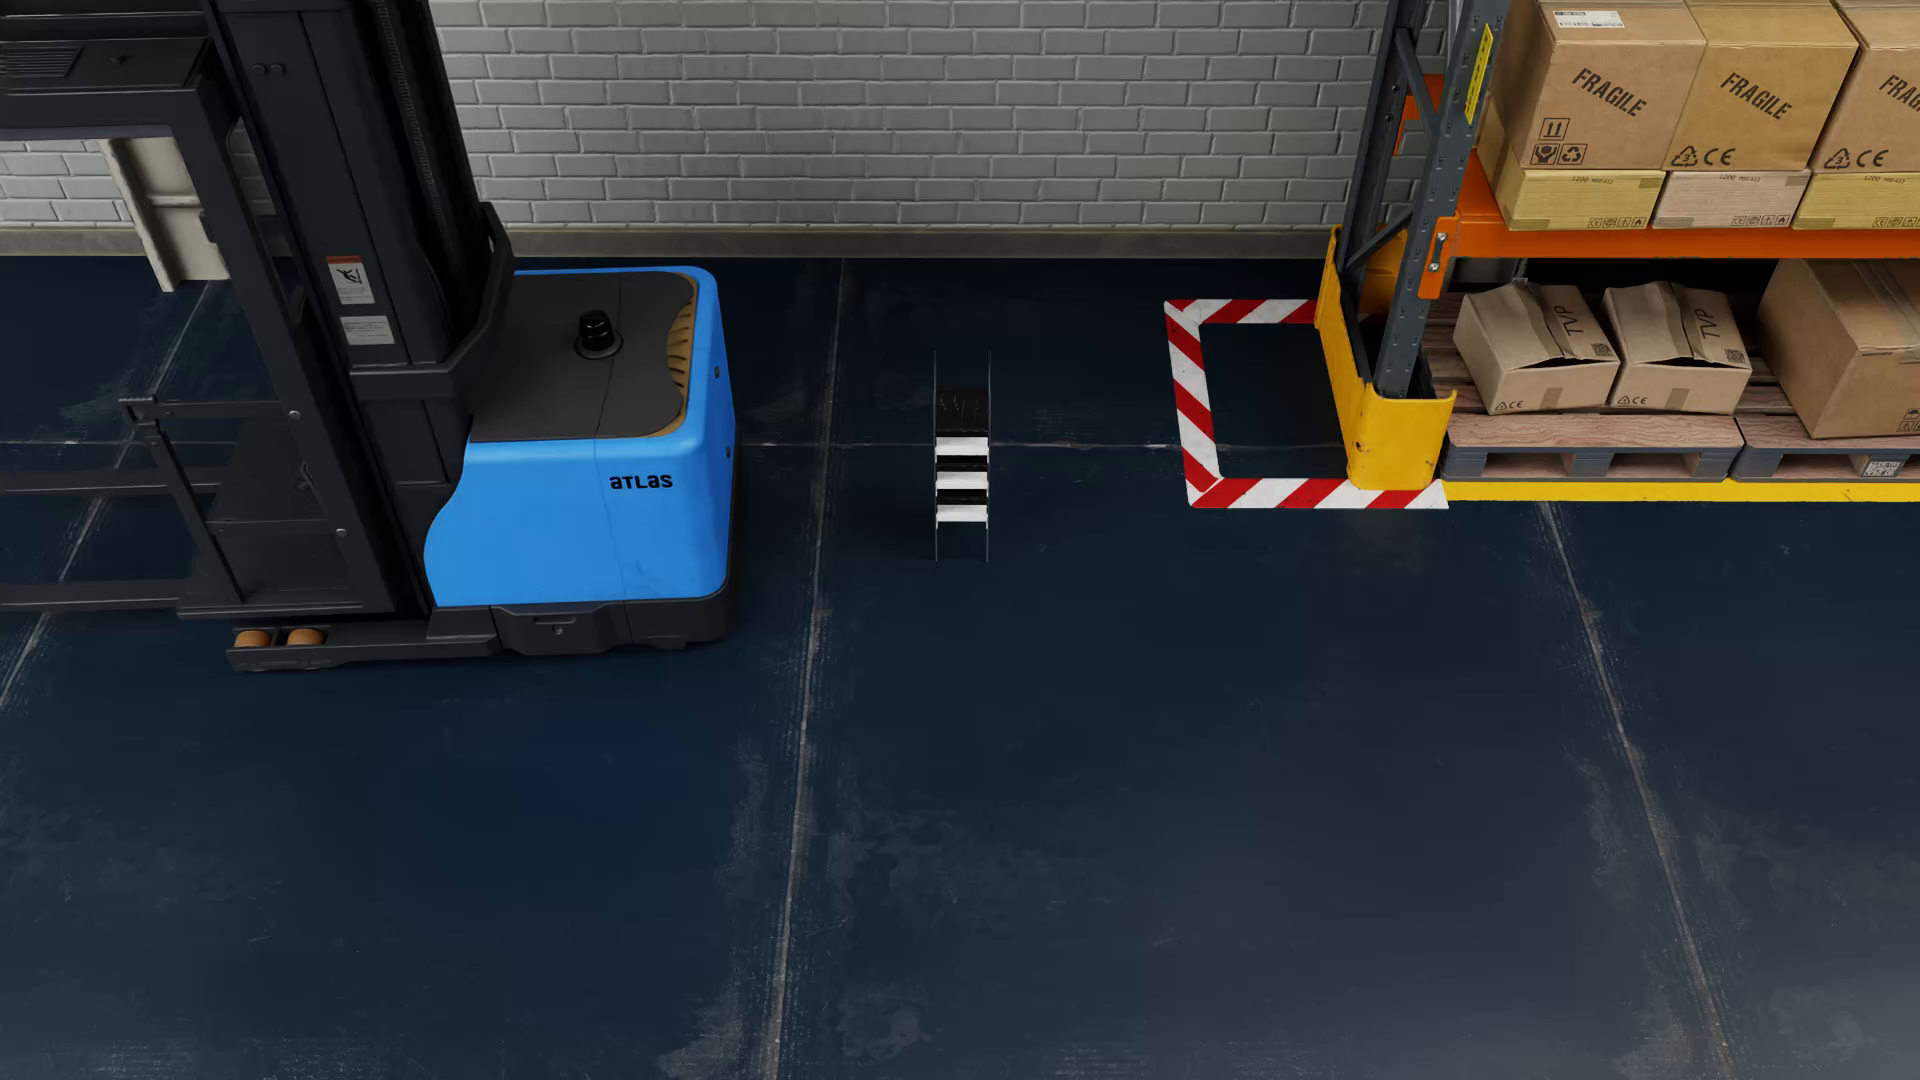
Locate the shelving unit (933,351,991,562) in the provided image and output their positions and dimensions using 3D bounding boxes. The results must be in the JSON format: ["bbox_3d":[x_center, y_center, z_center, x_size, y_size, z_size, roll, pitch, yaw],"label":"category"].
[{"bbox_3d":[0.008,-0.307,6.421,0.210,0.900,0.258,0,47,0],"label":"shelving unit"}]

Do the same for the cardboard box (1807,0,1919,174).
[{"bbox_3d":[3.220,-1.634,5.798,0.500,0.500,0.500,-1,47,-1],"label":"cardboard box"}]

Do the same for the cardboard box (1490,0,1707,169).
[{"bbox_3d":[2.209,-1.648,5.811,0.500,0.500,0.500,0,47,0],"label":"cardboard box"}]

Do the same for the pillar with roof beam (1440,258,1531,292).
[{"bbox_3d":[2.420,-1.182,1.703,0.400,9.000,9.100,0,47,0],"label":"pillar with roof beam"}]

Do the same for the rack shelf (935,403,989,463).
[{"bbox_3d":[0.008,-0.406,6.313,0.200,0.077,0.258,0,47,0],"label":"rack shelf"}]

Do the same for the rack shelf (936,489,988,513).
[{"bbox_3d":[0.008,-0.223,6.511,0.200,0.077,0.258,0,47,0],"label":"rack shelf"}]

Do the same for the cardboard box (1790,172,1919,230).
[{"bbox_3d":[3.248,-1.384,6.077,0.500,0.250,0.500,-1,47,0],"label":"cardboard box"}]

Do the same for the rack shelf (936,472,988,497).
[{"bbox_3d":[0.008,-0.284,6.445,0.200,0.077,0.258,0,47,0],"label":"rack shelf"}]

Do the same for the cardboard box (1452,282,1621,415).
[{"bbox_3d":[2.424,-0.824,7.004,0.500,0.311,0.500,-5,47,-4],"label":"cardboard box"}]

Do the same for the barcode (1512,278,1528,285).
[{"bbox_3d":[2.444,-1.120,7.274,0.075,0.075,0.001,0,47,0],"label":"barcode"}]

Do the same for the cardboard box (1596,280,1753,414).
[{"bbox_3d":[2.994,-0.823,7.003,0.500,0.311,0.500,4,47,3],"label":"cardboard box"}]

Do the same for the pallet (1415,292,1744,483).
[{"bbox_3d":[2.621,-0.680,7.239,1.213,0.211,1.003,0,47,0],"label":"pallet"}]

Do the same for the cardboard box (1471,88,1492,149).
[{"bbox_3d":[2.201,-1.755,6.423,0.500,0.250,0.500,1,47,1],"label":"cardboard box"}]

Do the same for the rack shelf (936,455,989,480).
[{"bbox_3d":[0.008,-0.345,6.379,0.200,0.077,0.258,0,47,0],"label":"rack shelf"}]

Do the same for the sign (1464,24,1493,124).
[{"bbox_3d":[1.731,-1.556,5.558,0.005,0.325,0.100,0,47,0],"label":"sign"}]

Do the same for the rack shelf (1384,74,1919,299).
[{"bbox_3d":[3.733,-1.408,6.503,4.000,0.370,1.077,0,47,0],"label":"rack shelf"}]

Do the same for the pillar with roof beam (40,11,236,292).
[{"bbox_3d":[-3.580,-1.199,1.718,0.400,9.000,9.100,0,47,0],"label":"pillar with roof beam"}]

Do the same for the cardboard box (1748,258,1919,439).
[{"bbox_3d":[3.728,-0.849,6.898,0.500,0.500,0.700,-3,47,-2],"label":"cardboard box"}]

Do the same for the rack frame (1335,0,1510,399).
[{"bbox_3d":[1.733,-1.658,6.244,0.127,3.000,1.000,0,47,0],"label":"rack frame"}]

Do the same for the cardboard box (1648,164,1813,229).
[{"bbox_3d":[2.739,-1.389,6.083,0.500,0.250,0.500,-1,47,-1],"label":"cardboard box"}]

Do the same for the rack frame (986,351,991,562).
[{"bbox_3d":[0.110,-0.306,6.420,0.006,0.900,0.240,0,47,0],"label":"rack frame"}]

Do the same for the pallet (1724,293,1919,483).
[{"bbox_3d":[3.838,-0.675,7.234,1.213,0.211,1.003,0,47,0],"label":"pallet"}]

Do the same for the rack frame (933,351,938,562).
[{"bbox_3d":[-0.094,-0.307,6.421,0.006,0.900,0.240,0,47,0],"label":"rack frame"}]

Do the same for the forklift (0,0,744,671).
[{"bbox_3d":[-2.393,-0.901,5.586,3.031,2.935,1.130,-2,47,-2],"label":"forklift"}]

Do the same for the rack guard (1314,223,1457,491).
[{"bbox_3d":[1.809,-0.806,7.159,0.348,0.500,1.175,0,47,0],"label":"rack guard"}]

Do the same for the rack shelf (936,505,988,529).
[{"bbox_3d":[0.008,-0.161,6.577,0.200,0.077,0.258,0,47,0],"label":"rack shelf"}]

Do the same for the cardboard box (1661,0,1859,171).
[{"bbox_3d":[2.703,-1.640,5.803,0.500,0.500,0.500,0,47,0],"label":"cardboard box"}]

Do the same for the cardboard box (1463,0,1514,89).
[{"bbox_3d":[2.205,-2.024,6.161,0.500,0.500,0.500,0,47,0],"label":"cardboard box"}]

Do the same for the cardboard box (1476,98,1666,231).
[{"bbox_3d":[2.220,-1.380,6.074,0.500,0.250,0.500,-1,47,-1],"label":"cardboard box"}]

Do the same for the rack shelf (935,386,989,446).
[{"bbox_3d":[0.008,-0.468,6.247,0.200,0.077,0.258,0,47,0],"label":"rack shelf"}]
